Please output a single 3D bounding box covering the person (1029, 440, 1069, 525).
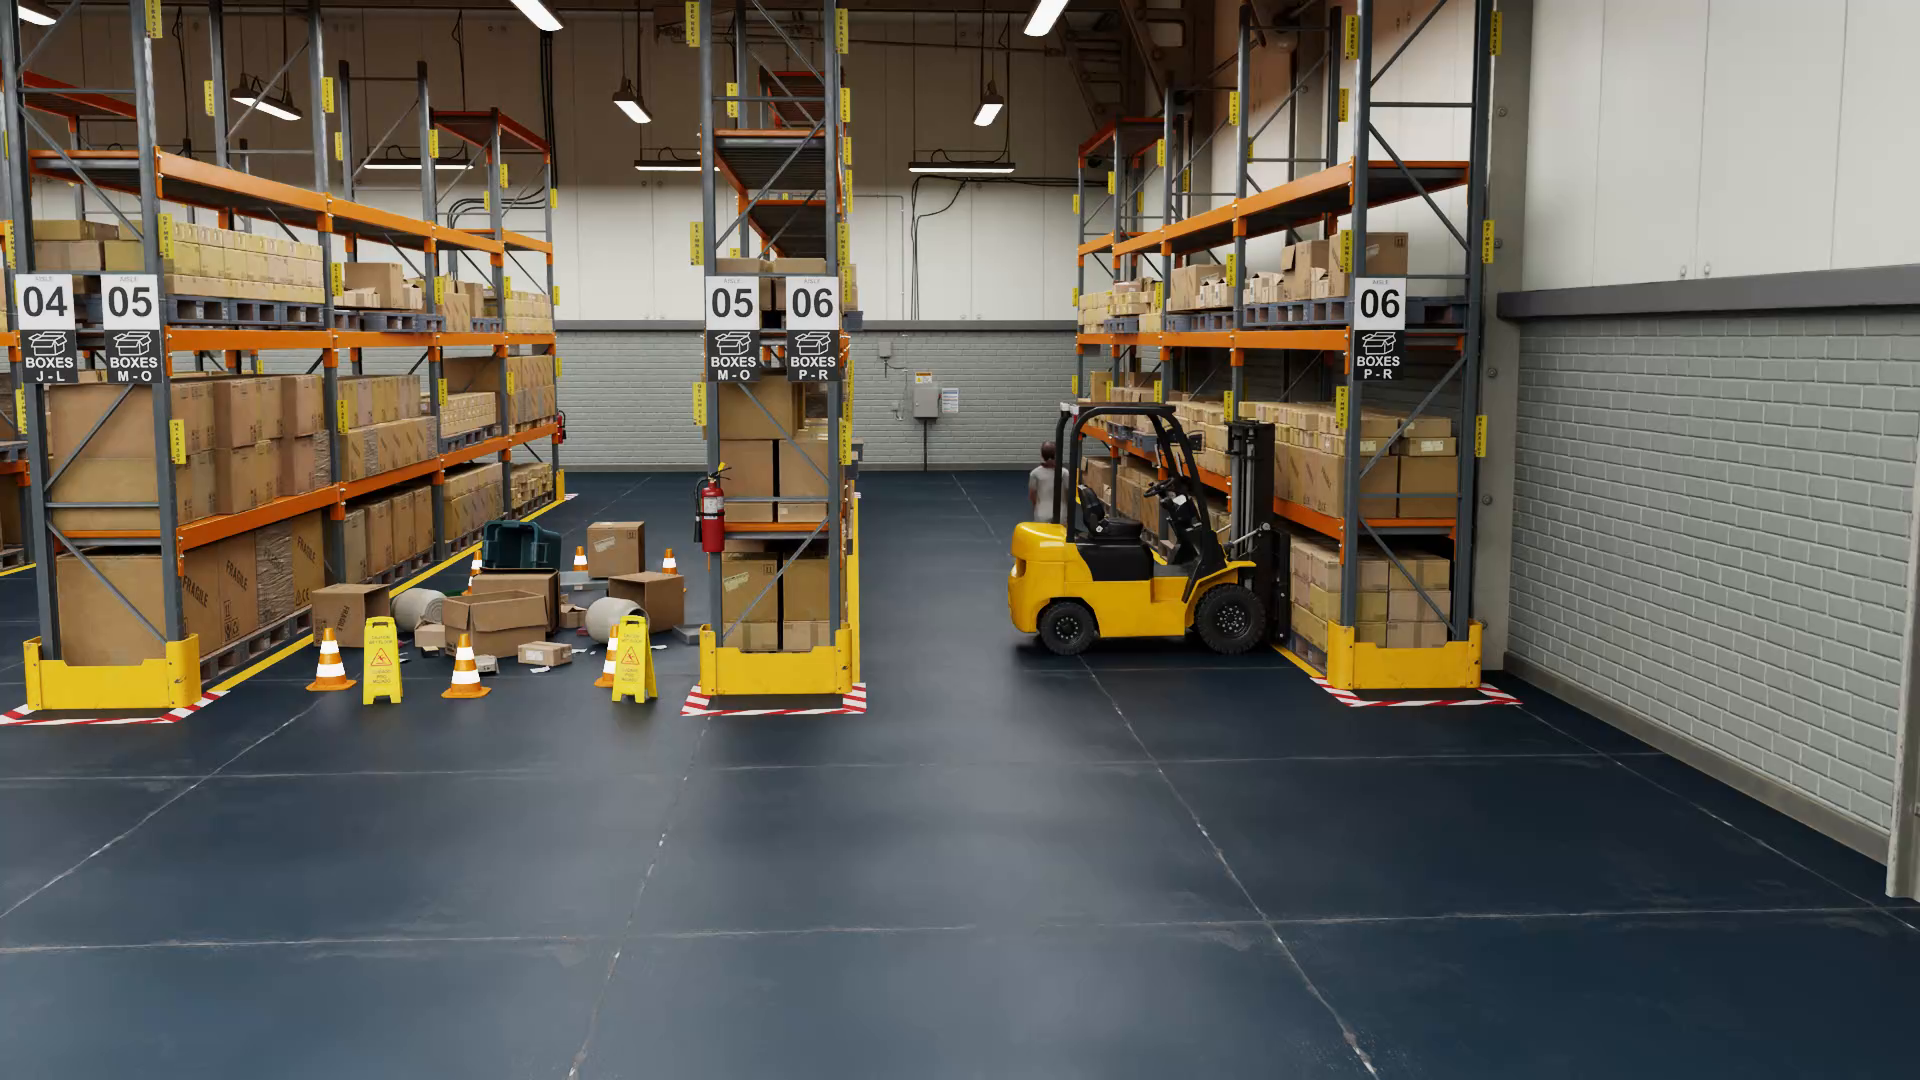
[{"bbox_3d":[0.964,-0.221,17.564,0.464,1.677,0.525,1,7,8],"label":"person"}]
